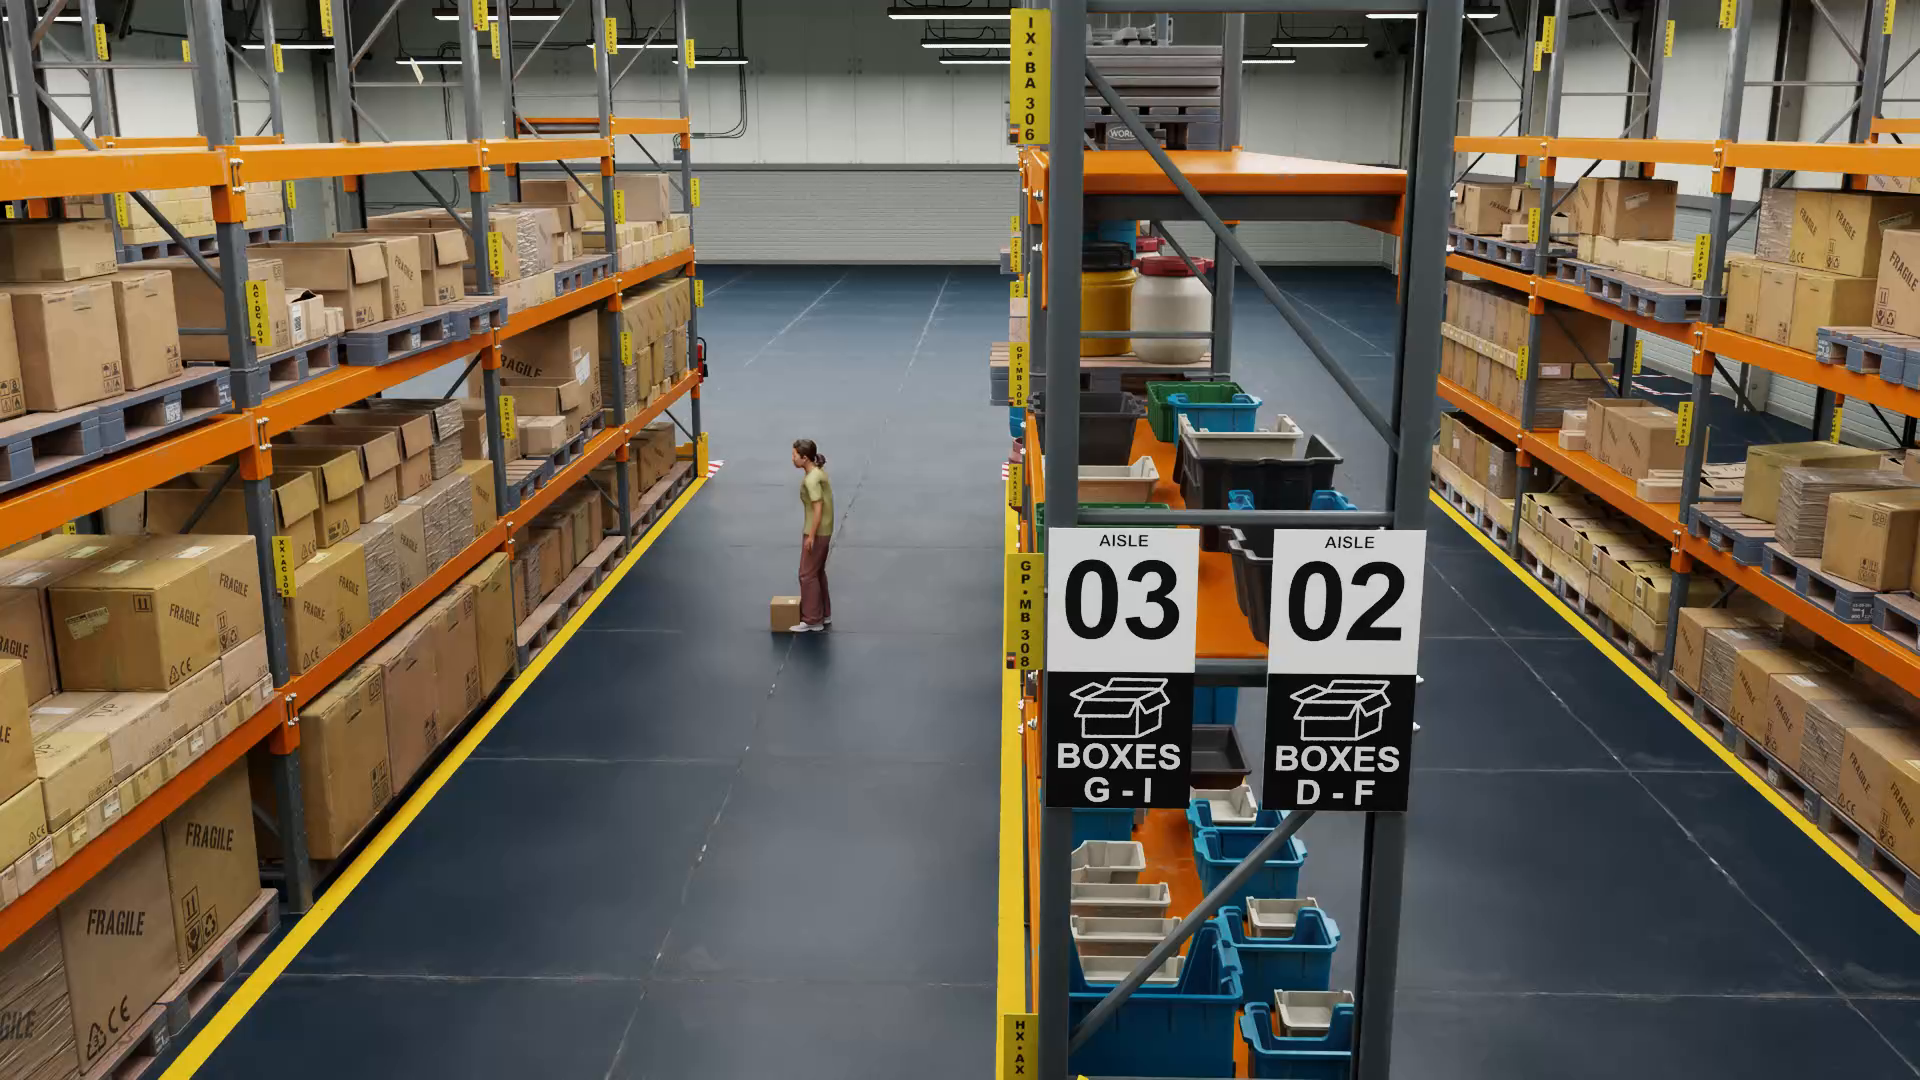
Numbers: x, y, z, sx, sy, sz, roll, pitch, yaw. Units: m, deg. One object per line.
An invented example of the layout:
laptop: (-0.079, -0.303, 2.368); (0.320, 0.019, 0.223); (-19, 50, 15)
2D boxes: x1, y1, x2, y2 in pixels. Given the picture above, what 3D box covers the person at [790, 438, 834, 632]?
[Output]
person: (-1.278, -0.050, 14.202); (0.406, 1.673, 0.510); (0, 14, 0)
